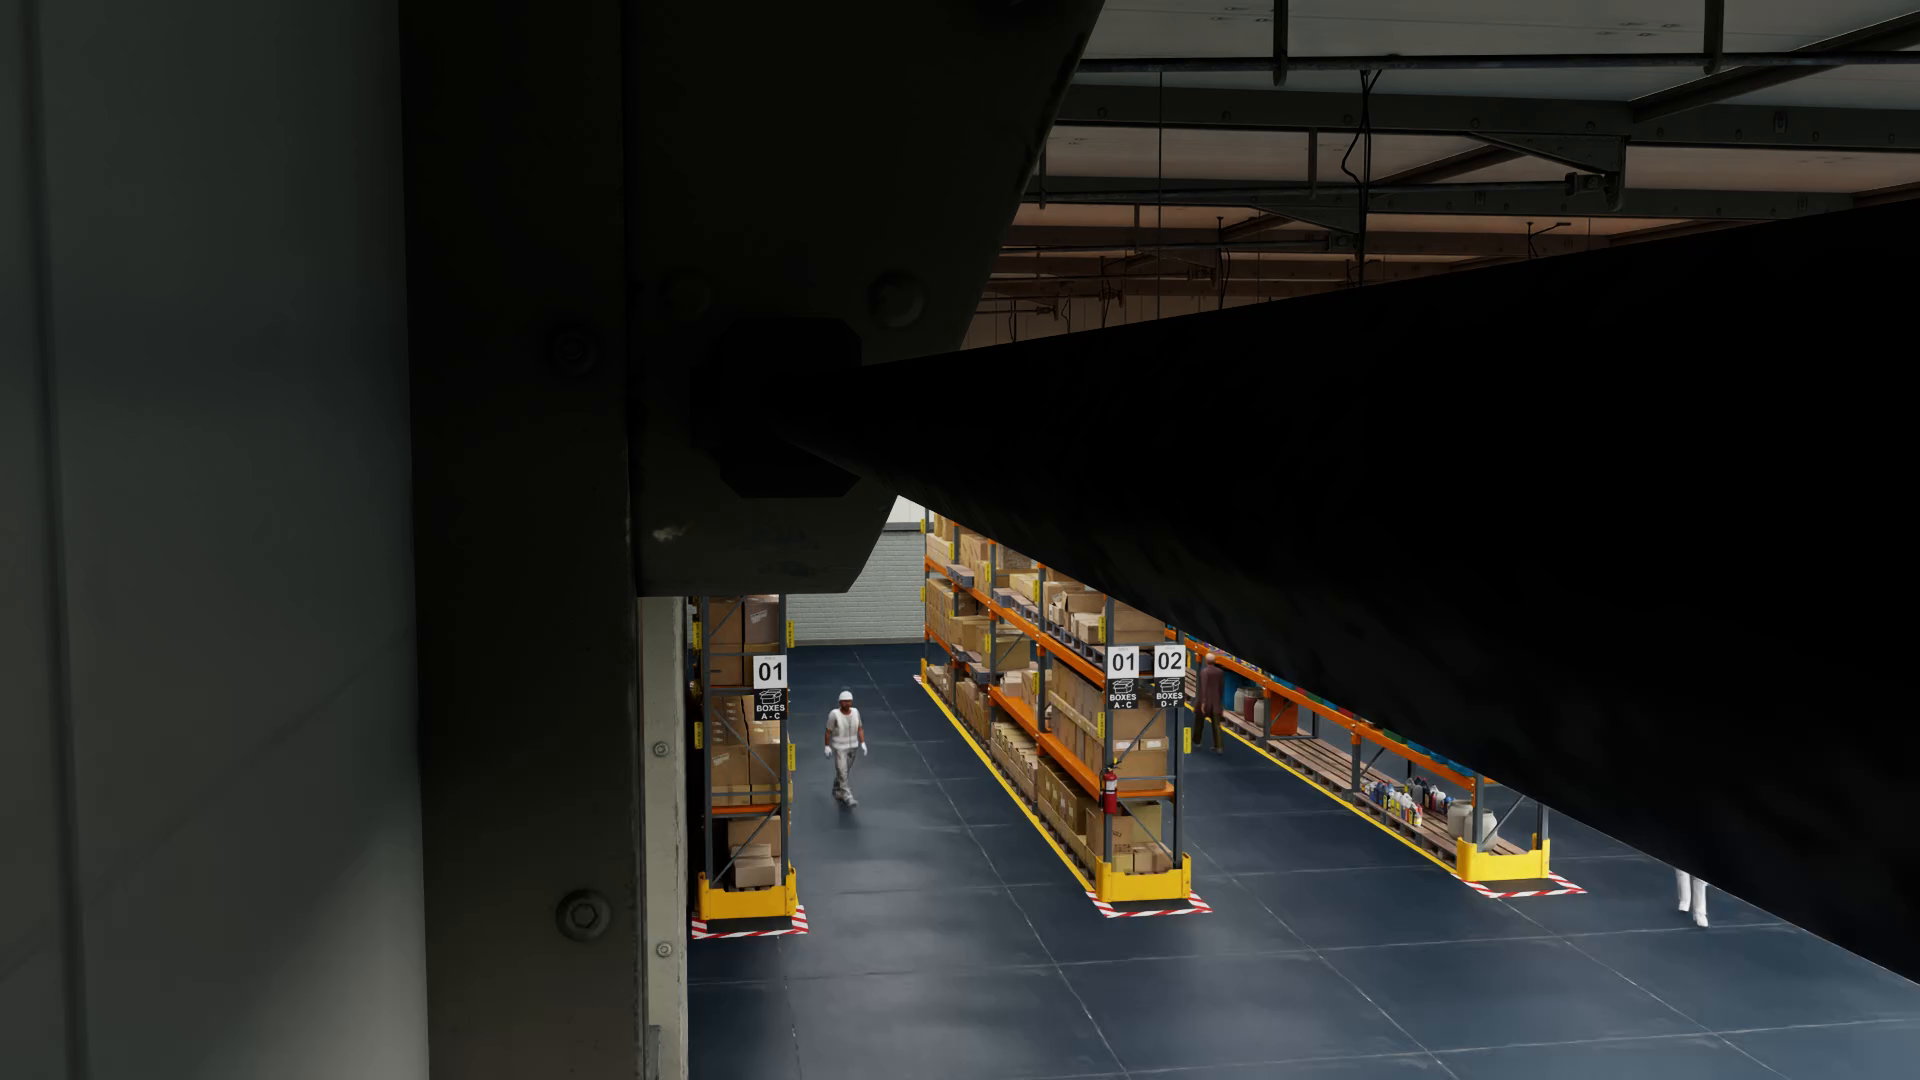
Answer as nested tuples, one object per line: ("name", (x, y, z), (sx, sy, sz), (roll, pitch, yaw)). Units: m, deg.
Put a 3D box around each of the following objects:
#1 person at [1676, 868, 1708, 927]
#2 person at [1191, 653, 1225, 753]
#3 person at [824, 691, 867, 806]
("person", (8.771, 3.680, 19.980), (0.611, 1.735, 1.064), (3, 6, 28))
("person", (4.430, 2.853, 29.490), (0.584, 1.715, 1.077), (-2, 5, -17))
("person", (-1.719, 3.187, 25.577), (0.578, 1.722, 1.065), (-4, 6, -38))
